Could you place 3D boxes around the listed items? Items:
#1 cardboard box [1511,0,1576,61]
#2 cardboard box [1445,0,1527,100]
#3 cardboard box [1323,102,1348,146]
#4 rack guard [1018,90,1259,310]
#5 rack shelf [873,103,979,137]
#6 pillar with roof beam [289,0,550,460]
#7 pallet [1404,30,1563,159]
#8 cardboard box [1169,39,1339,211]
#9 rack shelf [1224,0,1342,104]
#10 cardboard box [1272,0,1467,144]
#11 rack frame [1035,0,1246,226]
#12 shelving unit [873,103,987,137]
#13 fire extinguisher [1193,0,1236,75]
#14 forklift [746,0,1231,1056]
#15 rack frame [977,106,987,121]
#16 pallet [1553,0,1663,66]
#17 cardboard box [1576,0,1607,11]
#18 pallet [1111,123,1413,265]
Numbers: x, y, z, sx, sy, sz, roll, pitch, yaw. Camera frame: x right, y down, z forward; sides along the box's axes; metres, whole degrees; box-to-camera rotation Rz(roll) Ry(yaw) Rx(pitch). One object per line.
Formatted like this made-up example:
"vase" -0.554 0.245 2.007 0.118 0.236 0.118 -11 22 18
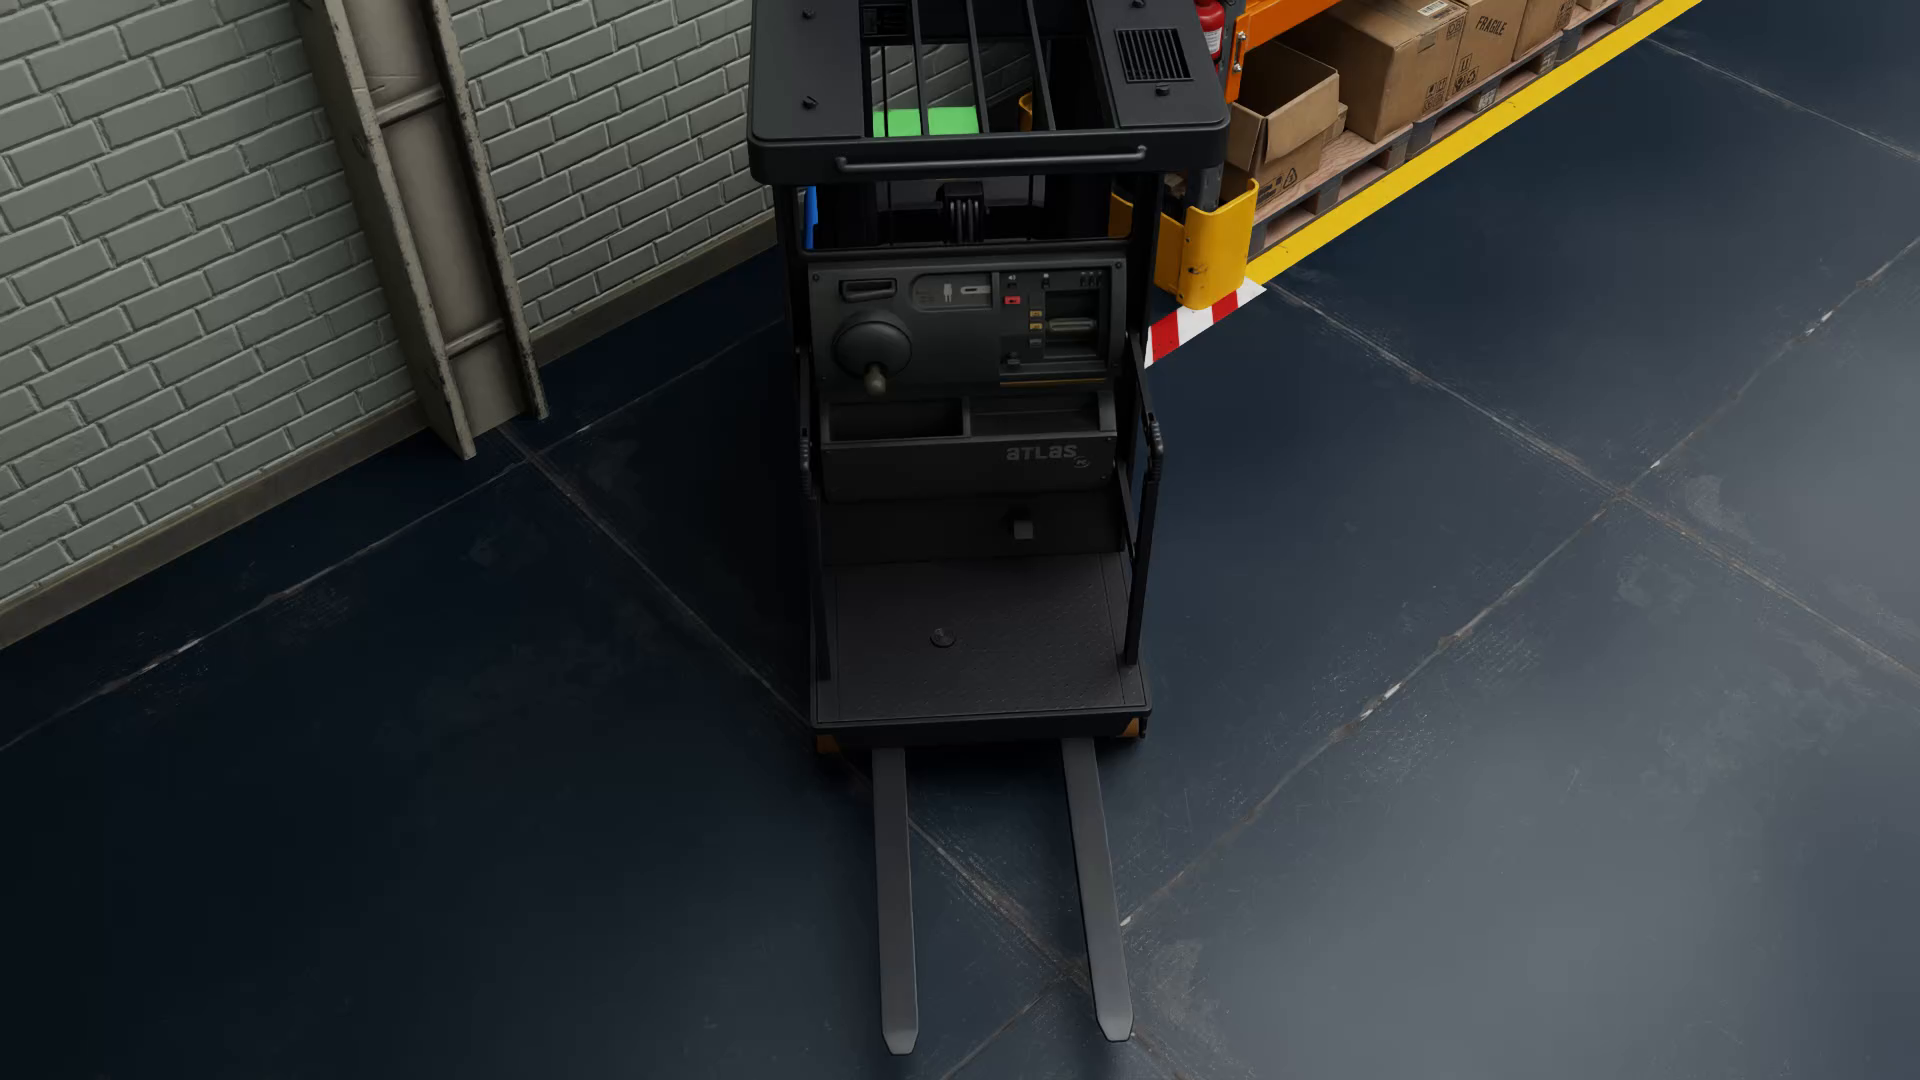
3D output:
"cardboard box" 2.640 -2.813 8.220 0.500 0.500 0.700 -36 57 -28
"cardboard box" 2.330 -2.507 7.937 0.500 0.500 0.500 -33 55 -27
"cardboard box" 1.554 -1.968 7.679 0.250 0.149 0.380 -36 57 -28
"rack guard" 0.753 -1.543 7.333 0.348 0.500 1.175 -34 56 -27
"rack shelf" -0.162 -1.508 6.248 0.480 0.148 0.258 -3 43 -3
"pillar with roof beam" 0.992 -1.203 1.237 0.400 9.000 9.100 -34 56 -27
"pallet" 2.245 -2.439 8.357 1.213 0.211 1.003 -34 56 -27
"cardboard box" 1.213 -1.899 7.374 0.637 0.503 0.797 -36 57 -28
"rack shelf" 2.177 -3.098 7.557 4.000 0.370 1.077 -34 56 -27
"cardboard box" 1.872 -2.300 7.746 0.500 0.500 0.700 -32 55 -26
"rack frame" 0.697 -2.353 6.380 0.127 3.000 1.000 -34 56 -27
"shelving unit" -0.160 -1.203 6.531 0.503 1.200 0.258 -3 43 -3
"fire extinguisher" 0.899 -1.876 6.246 0.183 0.674 0.296 -34 56 -27
"forklift" 0.041 -0.536 4.750 1.130 2.935 3.031 -3 47 -3
"rack frame" 0.083 -1.216 6.543 0.015 1.200 0.240 -3 43 -3
"pallet" 3.148 -3.046 8.917 1.213 0.211 1.003 -34 56 -27
"cardboard box" 3.178 -2.934 8.491 0.258 0.266 0.396 -32 55 -26
"pallet" 1.342 -1.839 7.804 1.213 0.211 1.003 -34 56 -27
